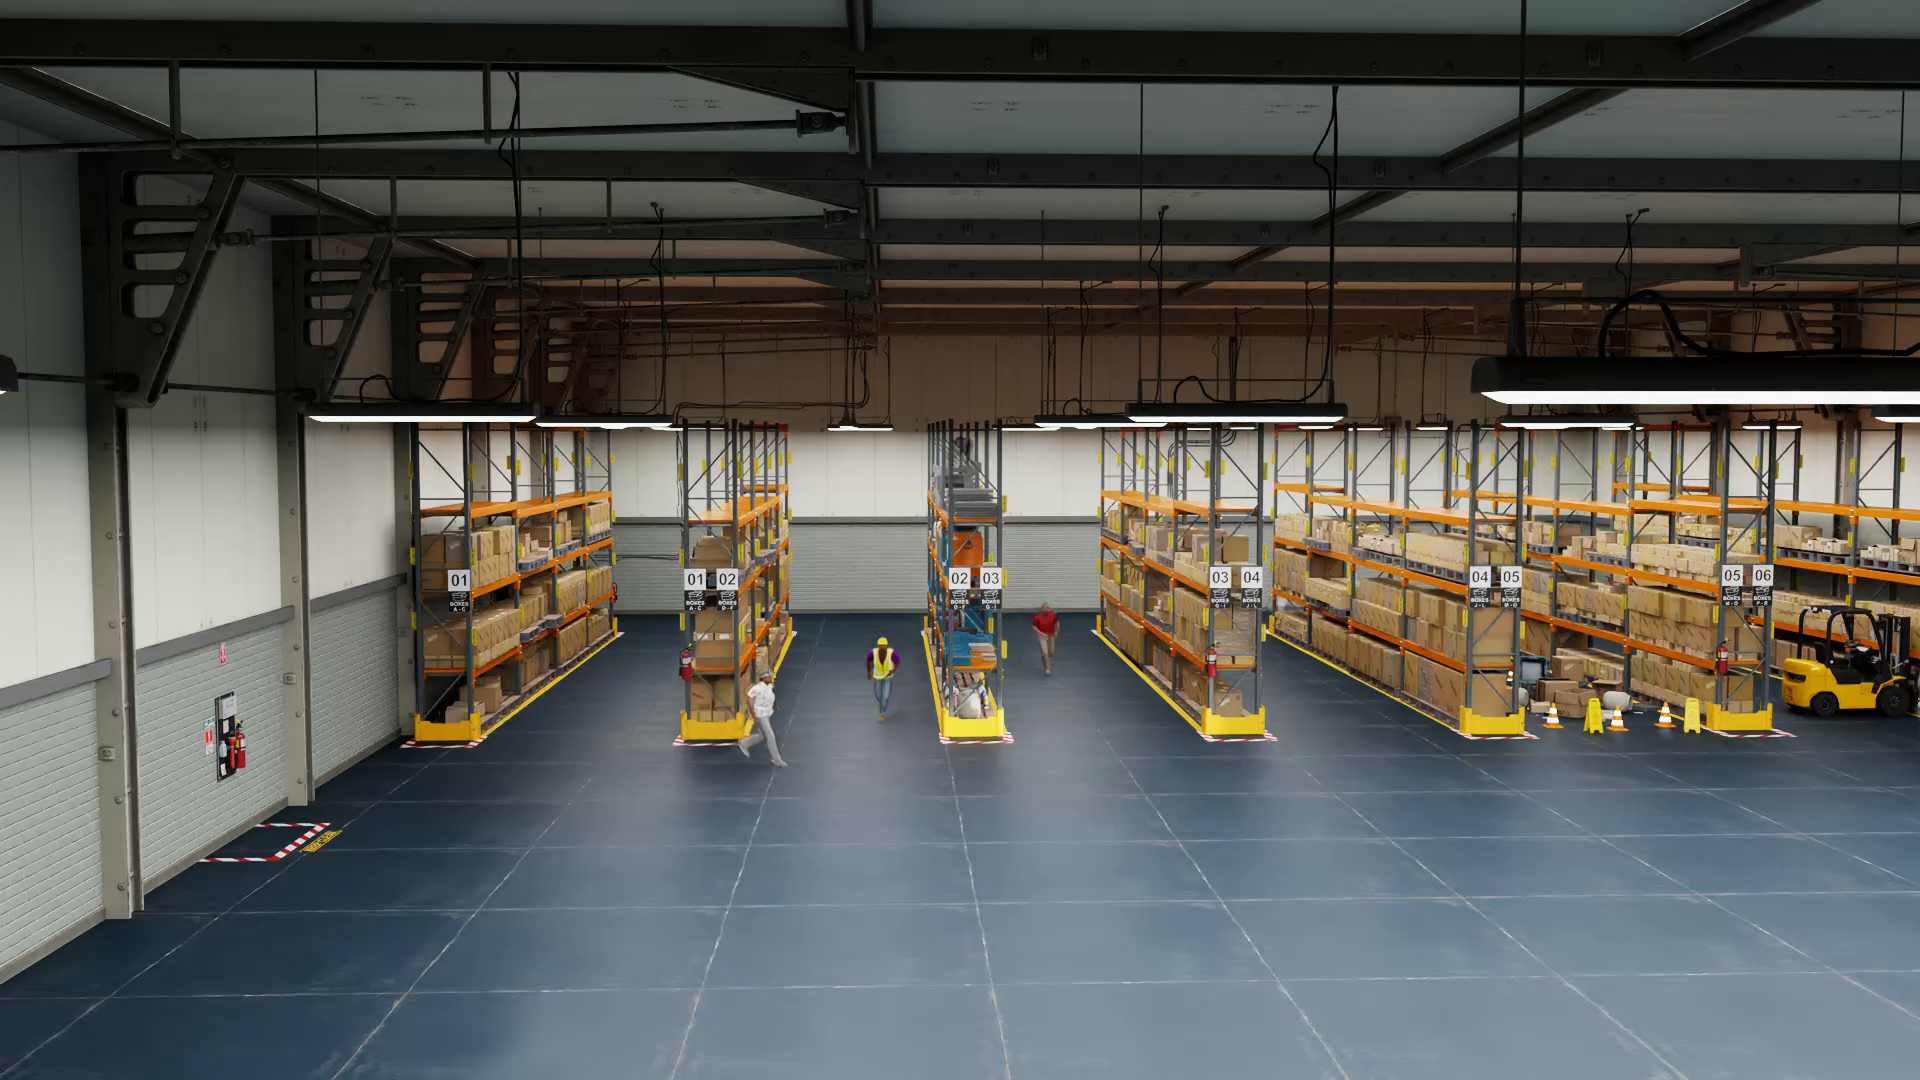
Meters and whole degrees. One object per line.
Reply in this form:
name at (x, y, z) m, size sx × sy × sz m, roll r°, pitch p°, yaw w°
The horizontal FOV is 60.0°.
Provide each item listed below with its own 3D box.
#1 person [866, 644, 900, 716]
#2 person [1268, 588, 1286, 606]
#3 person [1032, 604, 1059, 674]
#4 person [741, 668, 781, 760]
person at (-1.539, 2.800, 33.208) m, size 0.684 × 1.481 × 0.687 m, roll 0°, pitch 4°, yaw -2°
person at (9.394, 1.699, 49.067) m, size 0.722 × 1.755 × 0.682 m, roll -2°, pitch 4°, yaw -27°
person at (2.053, 2.355, 39.880) m, size 0.698 × 1.691 × 0.695 m, roll -1°, pitch 4°, yaw -14°
person at (-3.460, 2.992, 28.734) m, size 0.801 × 1.588 × 0.600 m, roll 2°, pitch 4°, yaw 25°
